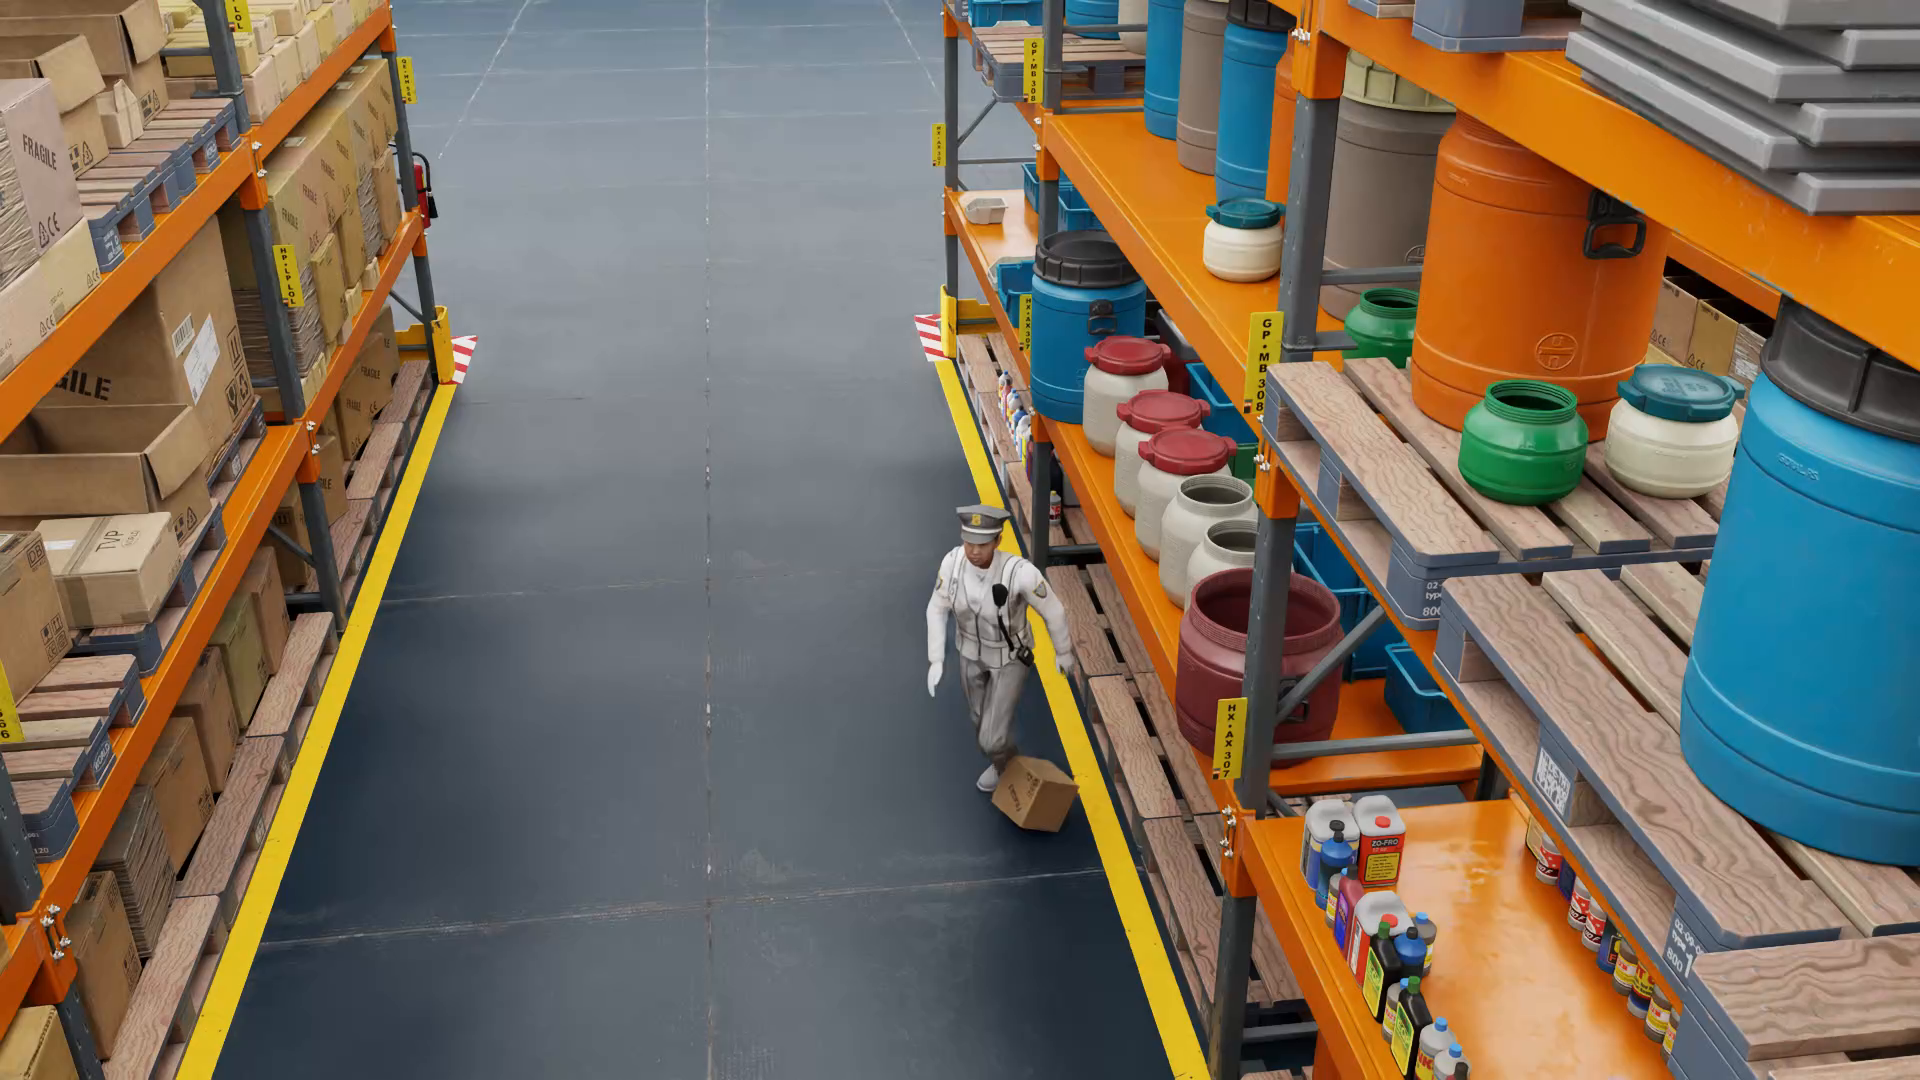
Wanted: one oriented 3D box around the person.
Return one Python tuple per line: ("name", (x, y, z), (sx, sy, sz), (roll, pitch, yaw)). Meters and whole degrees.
("person", (0.171, 0.541, 7.620), (0.608, 1.651, 0.614), (16, 31, 28))
